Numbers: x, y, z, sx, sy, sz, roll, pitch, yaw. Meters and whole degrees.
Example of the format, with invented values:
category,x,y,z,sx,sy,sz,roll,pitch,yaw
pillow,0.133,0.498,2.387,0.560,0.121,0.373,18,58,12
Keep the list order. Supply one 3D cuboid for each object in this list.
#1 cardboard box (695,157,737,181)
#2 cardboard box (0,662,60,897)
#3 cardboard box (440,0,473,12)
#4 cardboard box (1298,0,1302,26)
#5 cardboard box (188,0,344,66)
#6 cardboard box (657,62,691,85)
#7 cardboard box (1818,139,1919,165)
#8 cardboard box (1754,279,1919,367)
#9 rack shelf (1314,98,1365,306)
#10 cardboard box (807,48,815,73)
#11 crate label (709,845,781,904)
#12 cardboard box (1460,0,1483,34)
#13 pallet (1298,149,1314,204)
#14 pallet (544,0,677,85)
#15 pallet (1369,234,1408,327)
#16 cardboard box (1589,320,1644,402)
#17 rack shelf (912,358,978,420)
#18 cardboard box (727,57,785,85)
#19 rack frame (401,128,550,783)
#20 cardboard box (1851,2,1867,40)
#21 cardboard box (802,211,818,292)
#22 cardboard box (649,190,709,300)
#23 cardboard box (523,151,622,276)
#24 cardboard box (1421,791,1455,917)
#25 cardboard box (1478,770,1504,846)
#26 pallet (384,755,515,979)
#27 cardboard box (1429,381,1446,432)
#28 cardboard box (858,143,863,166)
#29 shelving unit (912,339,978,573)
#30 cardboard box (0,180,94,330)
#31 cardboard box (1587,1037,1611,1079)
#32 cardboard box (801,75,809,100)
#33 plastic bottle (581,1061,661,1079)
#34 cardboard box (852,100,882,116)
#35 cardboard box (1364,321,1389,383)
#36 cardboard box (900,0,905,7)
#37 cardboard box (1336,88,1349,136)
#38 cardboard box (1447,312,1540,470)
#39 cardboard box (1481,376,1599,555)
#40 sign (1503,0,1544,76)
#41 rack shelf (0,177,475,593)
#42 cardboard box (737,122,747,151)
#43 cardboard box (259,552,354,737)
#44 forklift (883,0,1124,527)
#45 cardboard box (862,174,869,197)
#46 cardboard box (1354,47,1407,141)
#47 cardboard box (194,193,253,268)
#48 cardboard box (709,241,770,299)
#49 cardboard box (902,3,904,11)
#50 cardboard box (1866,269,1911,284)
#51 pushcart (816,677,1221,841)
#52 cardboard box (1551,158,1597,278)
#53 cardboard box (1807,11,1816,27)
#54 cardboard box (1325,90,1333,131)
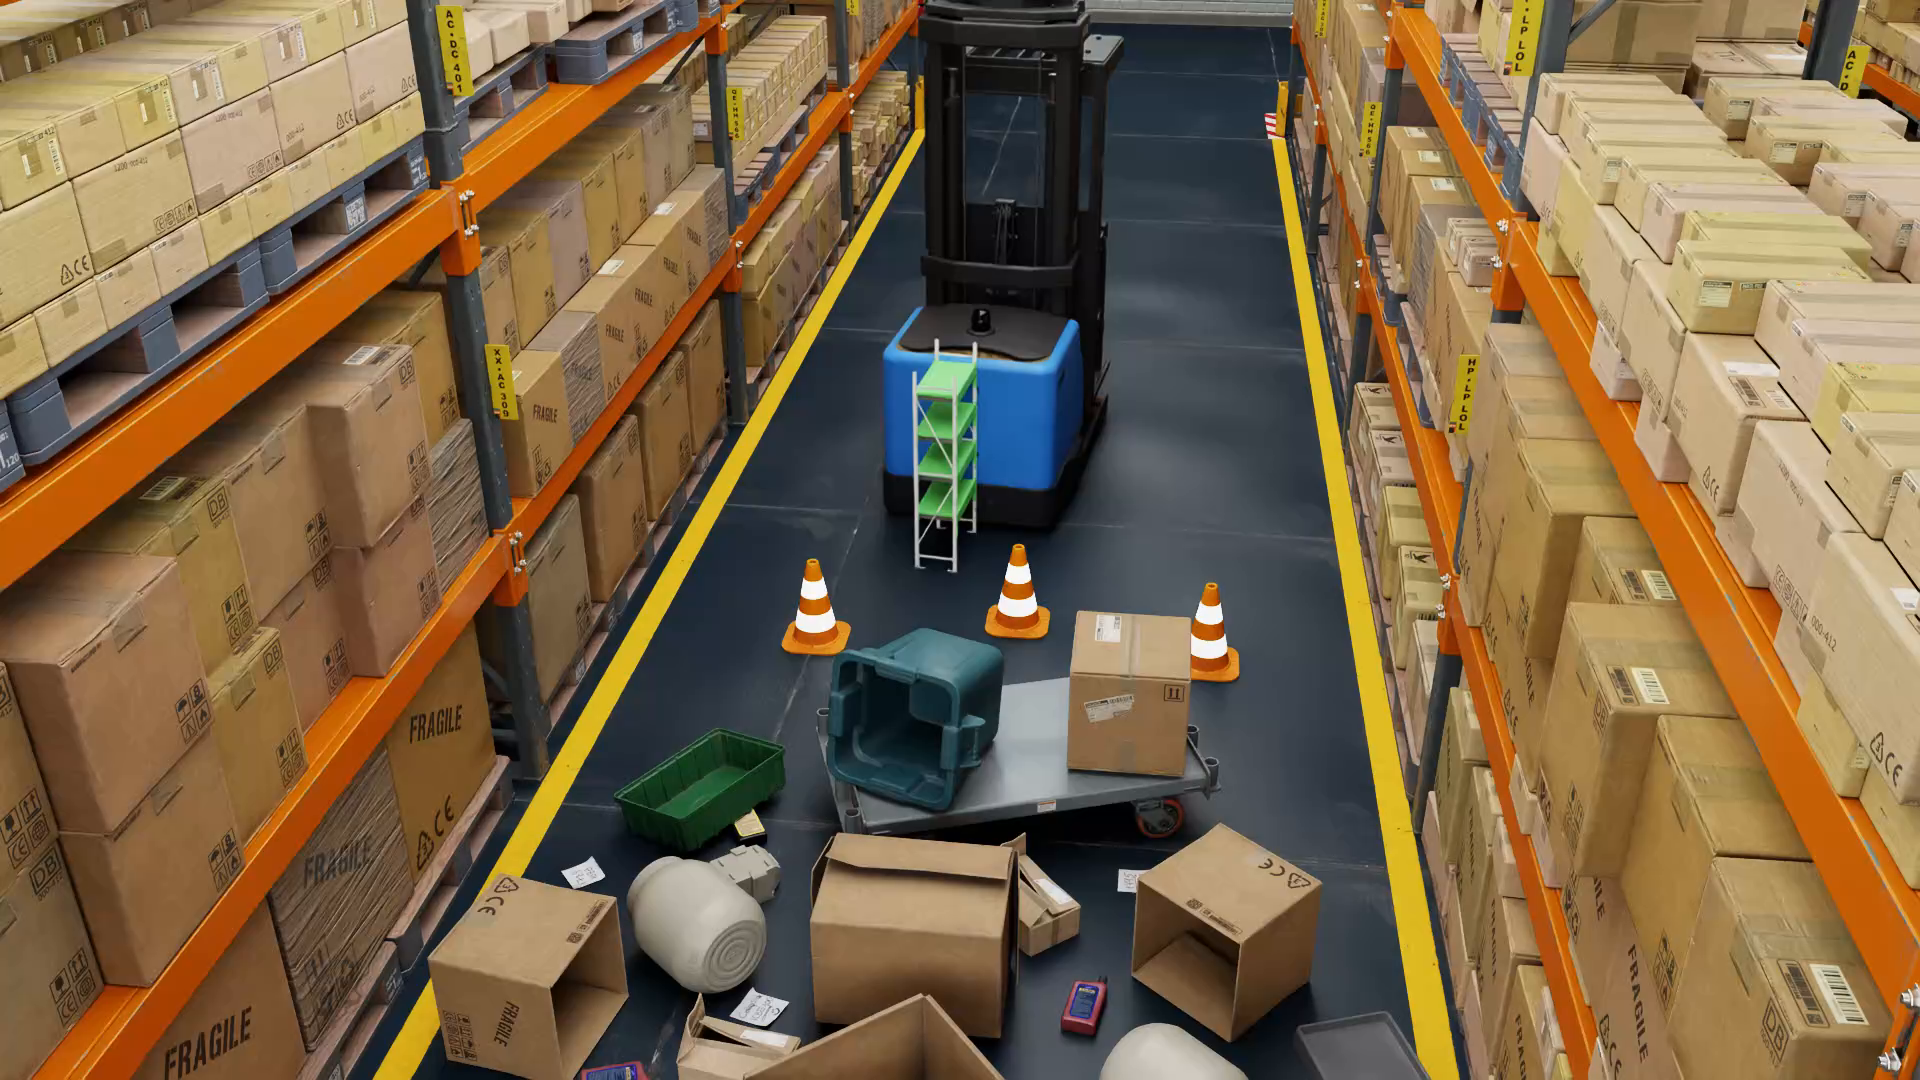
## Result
category,x,y,z,sx,sy,sz,roll,pitch,yaw
cardboard box,-1.675,-2.414,10.891,0.380,0.149,0.250,3,28,5
cardboard box,-2.851,0.647,4.090,0.875,0.550,0.550,3,28,6
cardboard box,-2.488,-2.336,7.370,0.500,0.250,0.500,3,28,6
cardboard box,3.597,-5.262,16.249,0.500,0.500,0.500,3,28,5
cardboard box,-2.211,-1.620,5.308,0.380,0.149,0.250,3,28,6
cardboard box,-2.165,-3.343,11.988,0.380,0.149,0.250,5,29,9
cardboard box,2.704,-1.043,4.785,0.380,0.149,0.250,4,29,8
cardboard box,2.023,-0.466,3.713,0.380,0.149,0.250,3,28,5
rack shelf,3.240,-2.526,12.034,1.077,0.370,4.000,3,28,6
cardboard box,-1.358,-3.790,13.130,0.380,0.149,0.250,5,29,8
crate label,-0.912,1.410,6.988,0.298,0.136,0.250,-17,33,-29
cardboard box,2.836,-2.547,8.044,0.797,0.503,0.637,3,28,6
pallet,3.803,-3.485,15.997,1.003,0.211,1.213,3,28,6
pallet,-2.091,-2.546,8.349,1.003,0.211,1.213,5,29,9
pallet,3.013,-1.475,9.527,1.213,0.211,1.003,3,28,6
cardboard box,1.978,-0.494,4.606,0.380,0.149,0.250,3,28,5
rack shelf,-0.079,-0.835,9.158,0.258,0.148,0.480,6,29,12
cardboard box,-1.488,-3.419,12.129,0.380,0.149,0.250,3,28,5
rack frame,-2.421,-0.258,7.067,1.000,3.000,0.127,3,28,6
cardboard box,8.458,-4.771,15.287,0.500,0.250,0.500,3,28,5
cardboard box,-1.411,-2.263,12.980,0.500,0.500,0.500,3,28,5
cardboard box,-1.782,-1.723,9.680,0.500,0.500,0.500,3,28,6
cardboard box,-2.179,-1.694,8.572,0.700,0.500,0.500,3,28,6
cardboard box,2.164,1.270,6.687,0.500,0.250,0.500,2,28,4
cardboard box,2.028,0.951,5.803,0.380,0.149,0.250,4,29,8
pallet,-2.591,1.323,7.072,1.003,0.211,1.213,3,28,6
cardboard box,2.339,-0.597,7.518,0.380,0.149,0.250,3,28,5
cardboard box,-1.106,-3.605,15.528,0.380,0.149,0.250,2,28,4
shelving unit,-0.079,-0.469,9.356,0.258,1.200,0.503,6,29,12
cardboard box,-2.475,-0.679,3.981,0.500,0.250,0.500,3,28,6
cardboard box,1.823,1.419,4.219,0.380,0.149,0.250,4,29,7
cardboard box,-1.387,-3.542,12.985,0.380,0.149,0.250,2,28,4
plastic bottle,-1.229,1.966,6.037,0.283,0.061,0.133,-6,29,-11
cardboard box,-0.972,-4.225,16.365,0.380,0.149,0.250,2,28,4
cardboard box,3.162,-1.471,11.115,0.875,0.875,0.875,3,28,6
cardboard box,-0.818,-5.613,16.587,0.500,0.500,0.500,3,28,5
cardboard box,2.967,-3.026,11.835,0.500,0.250,0.500,3,28,5
cardboard box,2.333,-0.609,6.855,0.500,0.500,0.500,3,28,5
cardboard box,2.151,-0.200,5.485,0.700,0.500,0.500,4,29,6
sign,1.953,-1.770,5.750,0.100,0.325,0.005,3,28,6
rack shelf,-2.666,-0.321,4.778,1.077,0.370,4.000,3,28,6
cardboard box,-1.641,-2.690,11.089,0.380,0.149,0.250,5,29,9
cardboard box,-2.682,0.358,5.765,0.875,0.550,0.550,3,28,6
forklift,0.382,-2.047,10.459,1.130,2.935,3.031,6,29,12
cardboard box,-1.044,-3.232,15.149,0.380,0.149,0.250,4,29,8
cardboard box,2.853,-2.886,10.784,0.500,0.500,0.500,4,29,7
cardboard box,-2.302,-0.907,4.825,0.380,0.149,0.250,3,28,6
cardboard box,-1.606,-1.866,11.453,0.500,0.250,0.500,2,28,4
cardboard box,-0.777,-5.511,17.082,0.380,0.149,0.250,3,28,6
cardboard box,2.533,-0.463,4.129,0.500,0.250,0.500,4,29,7
pushcart,0.236,1.027,7.445,1.648,0.377,0.936,-6,29,-11
cardboard box,2.125,-0.969,5.068,0.500,0.250,0.500,3,28,6
cardboard box,8.589,-5.131,16.376,0.380,0.149,0.250,3,28,6
cardboard box,3.107,-3.282,12.838,0.500,0.250,0.500,3,28,5
